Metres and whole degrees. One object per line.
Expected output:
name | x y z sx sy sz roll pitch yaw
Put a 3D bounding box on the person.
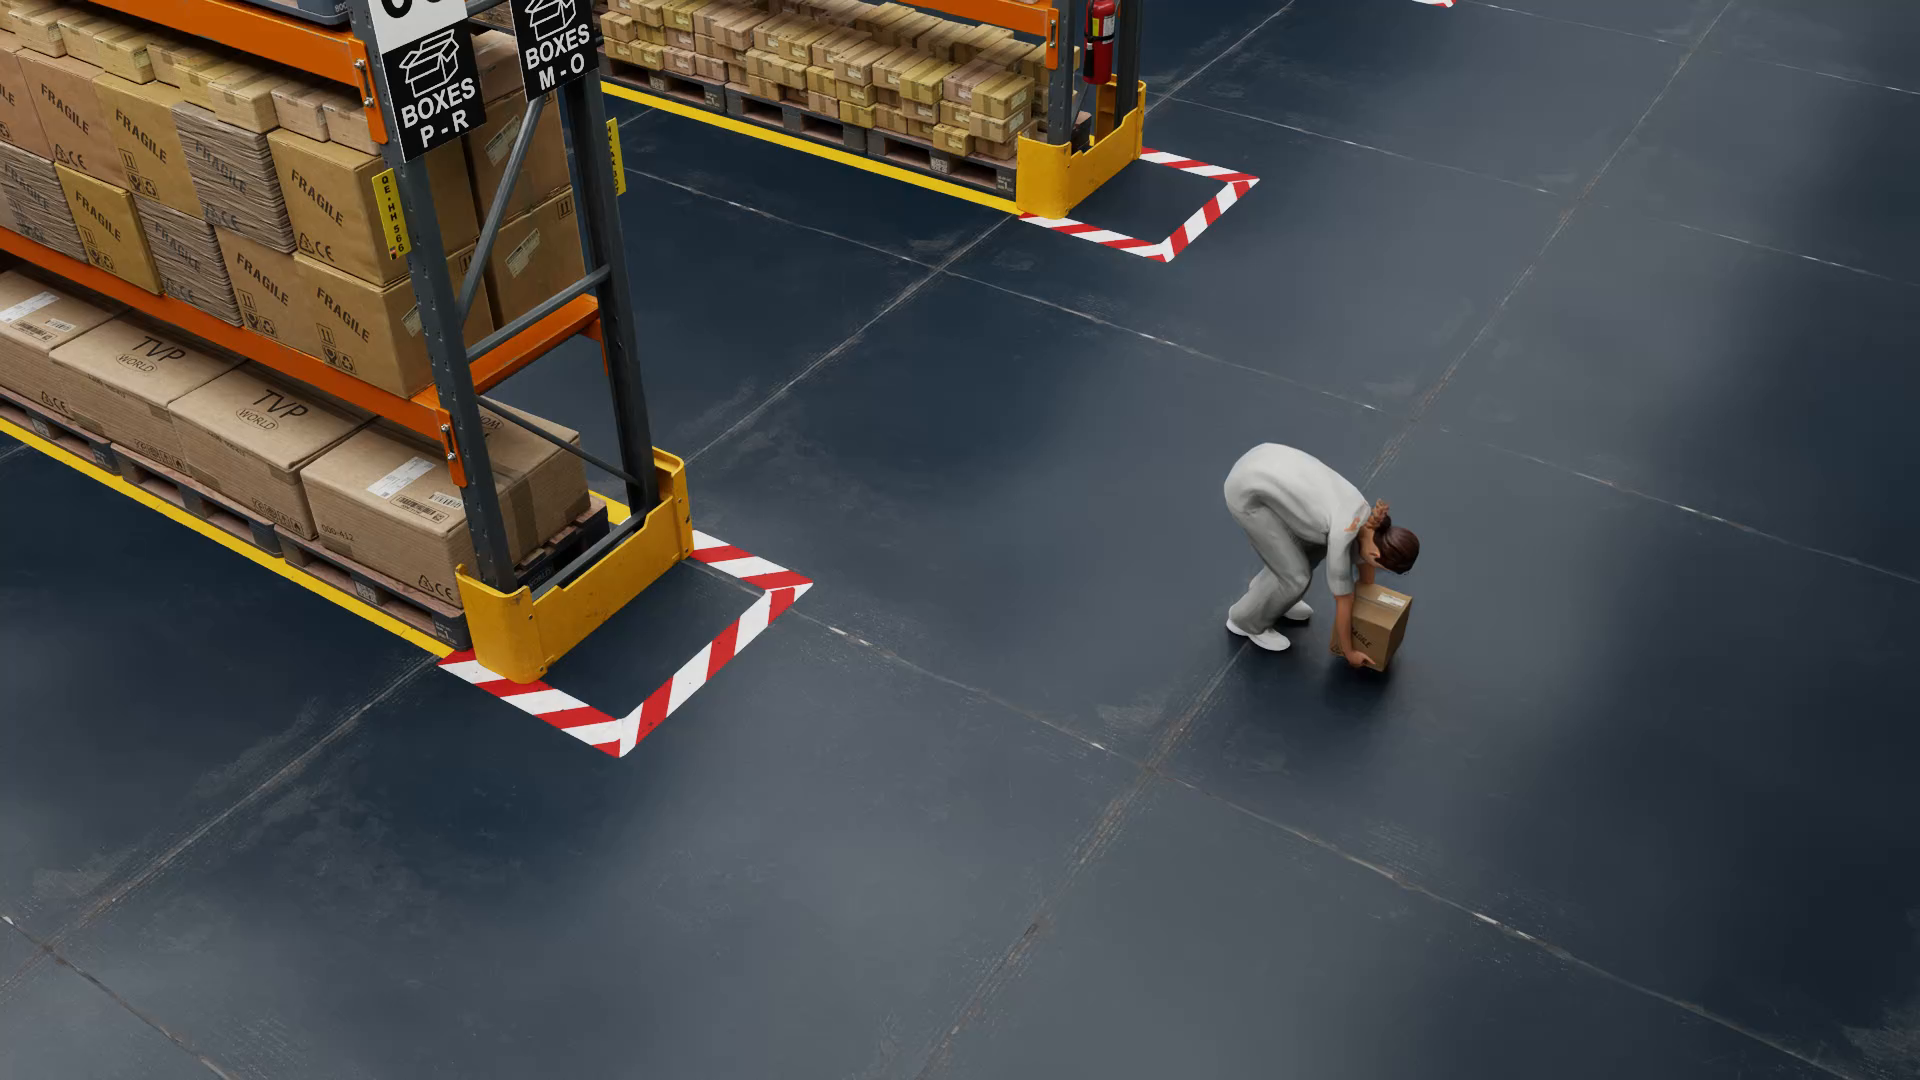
person | 1.539 0.072 7.194 0.851 0.921 0.467 20 43 23
